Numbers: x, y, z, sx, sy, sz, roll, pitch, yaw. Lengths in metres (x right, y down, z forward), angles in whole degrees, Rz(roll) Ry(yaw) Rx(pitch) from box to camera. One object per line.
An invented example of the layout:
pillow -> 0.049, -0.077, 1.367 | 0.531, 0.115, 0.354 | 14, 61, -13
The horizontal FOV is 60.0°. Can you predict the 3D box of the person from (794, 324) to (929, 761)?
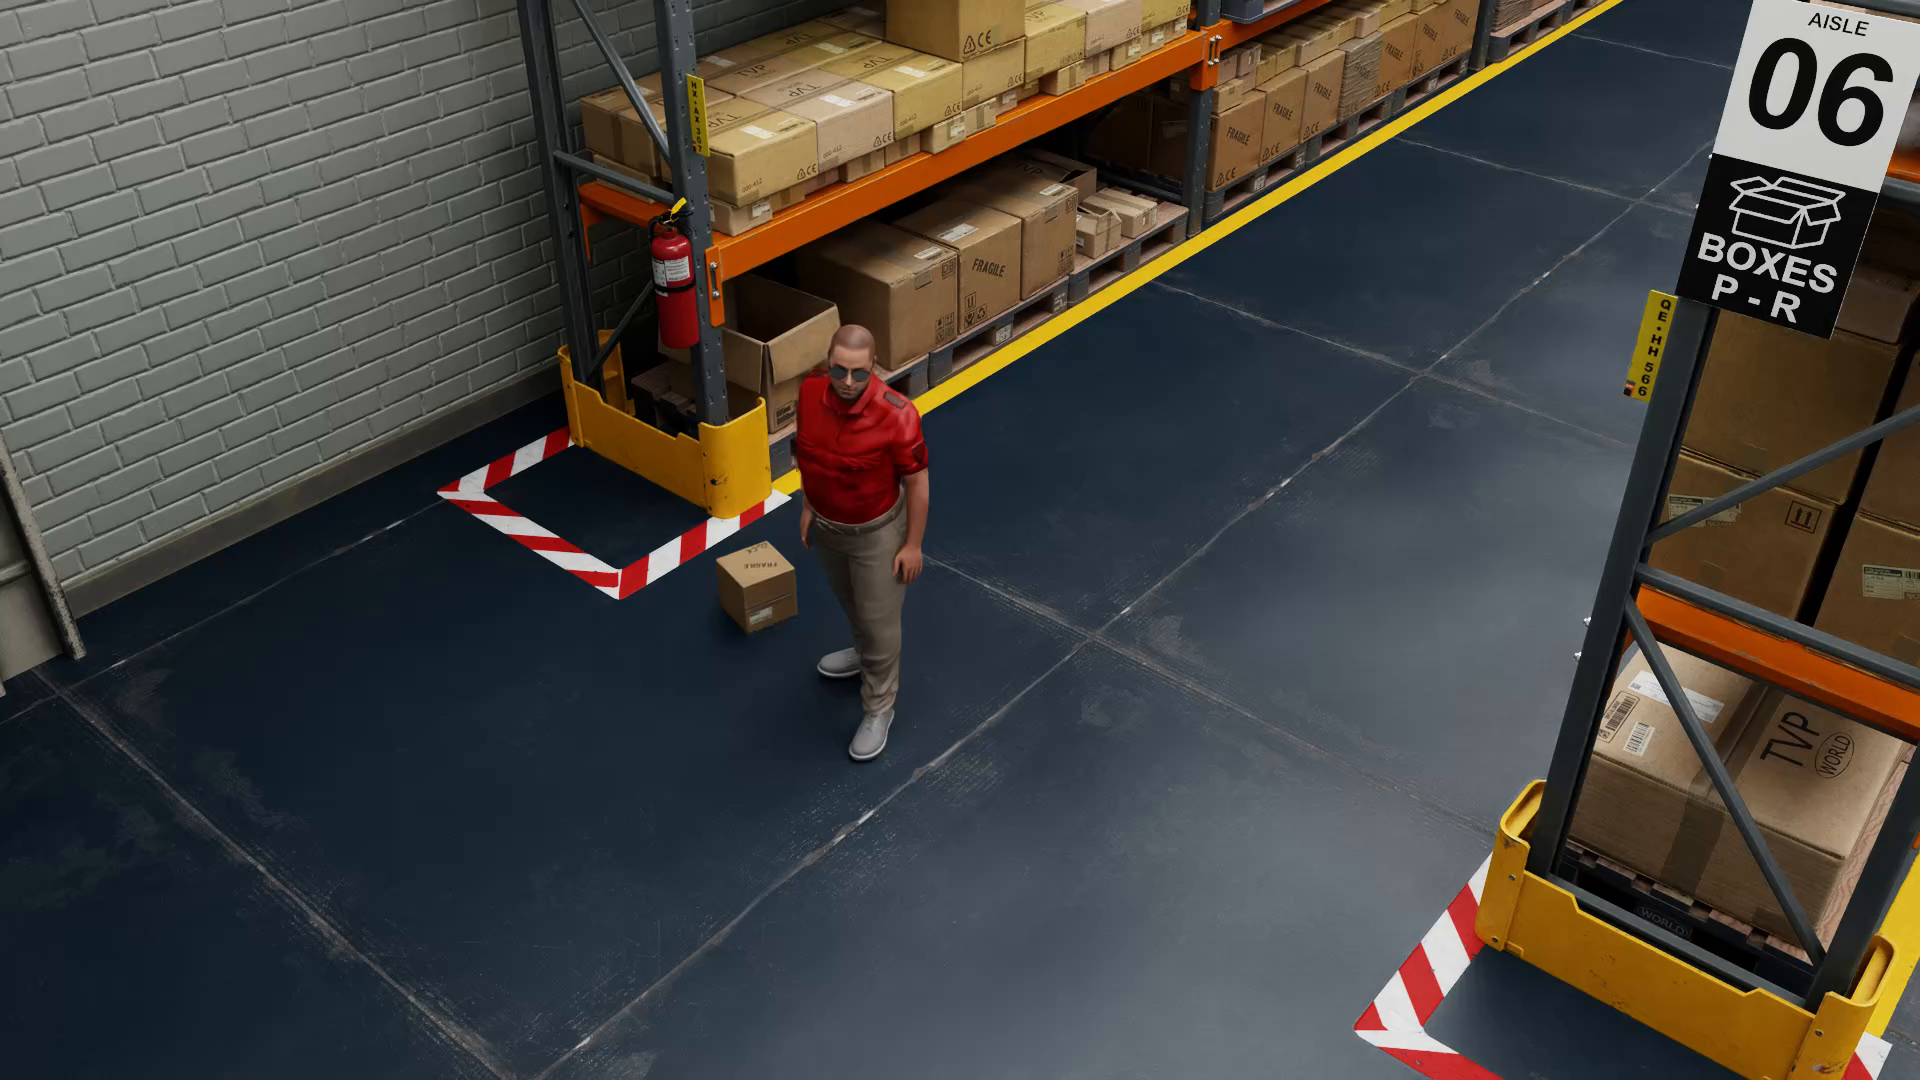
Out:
person -> -0.384, -0.044, 6.216 | 0.568, 1.728, 0.565 | 24, 42, 31
